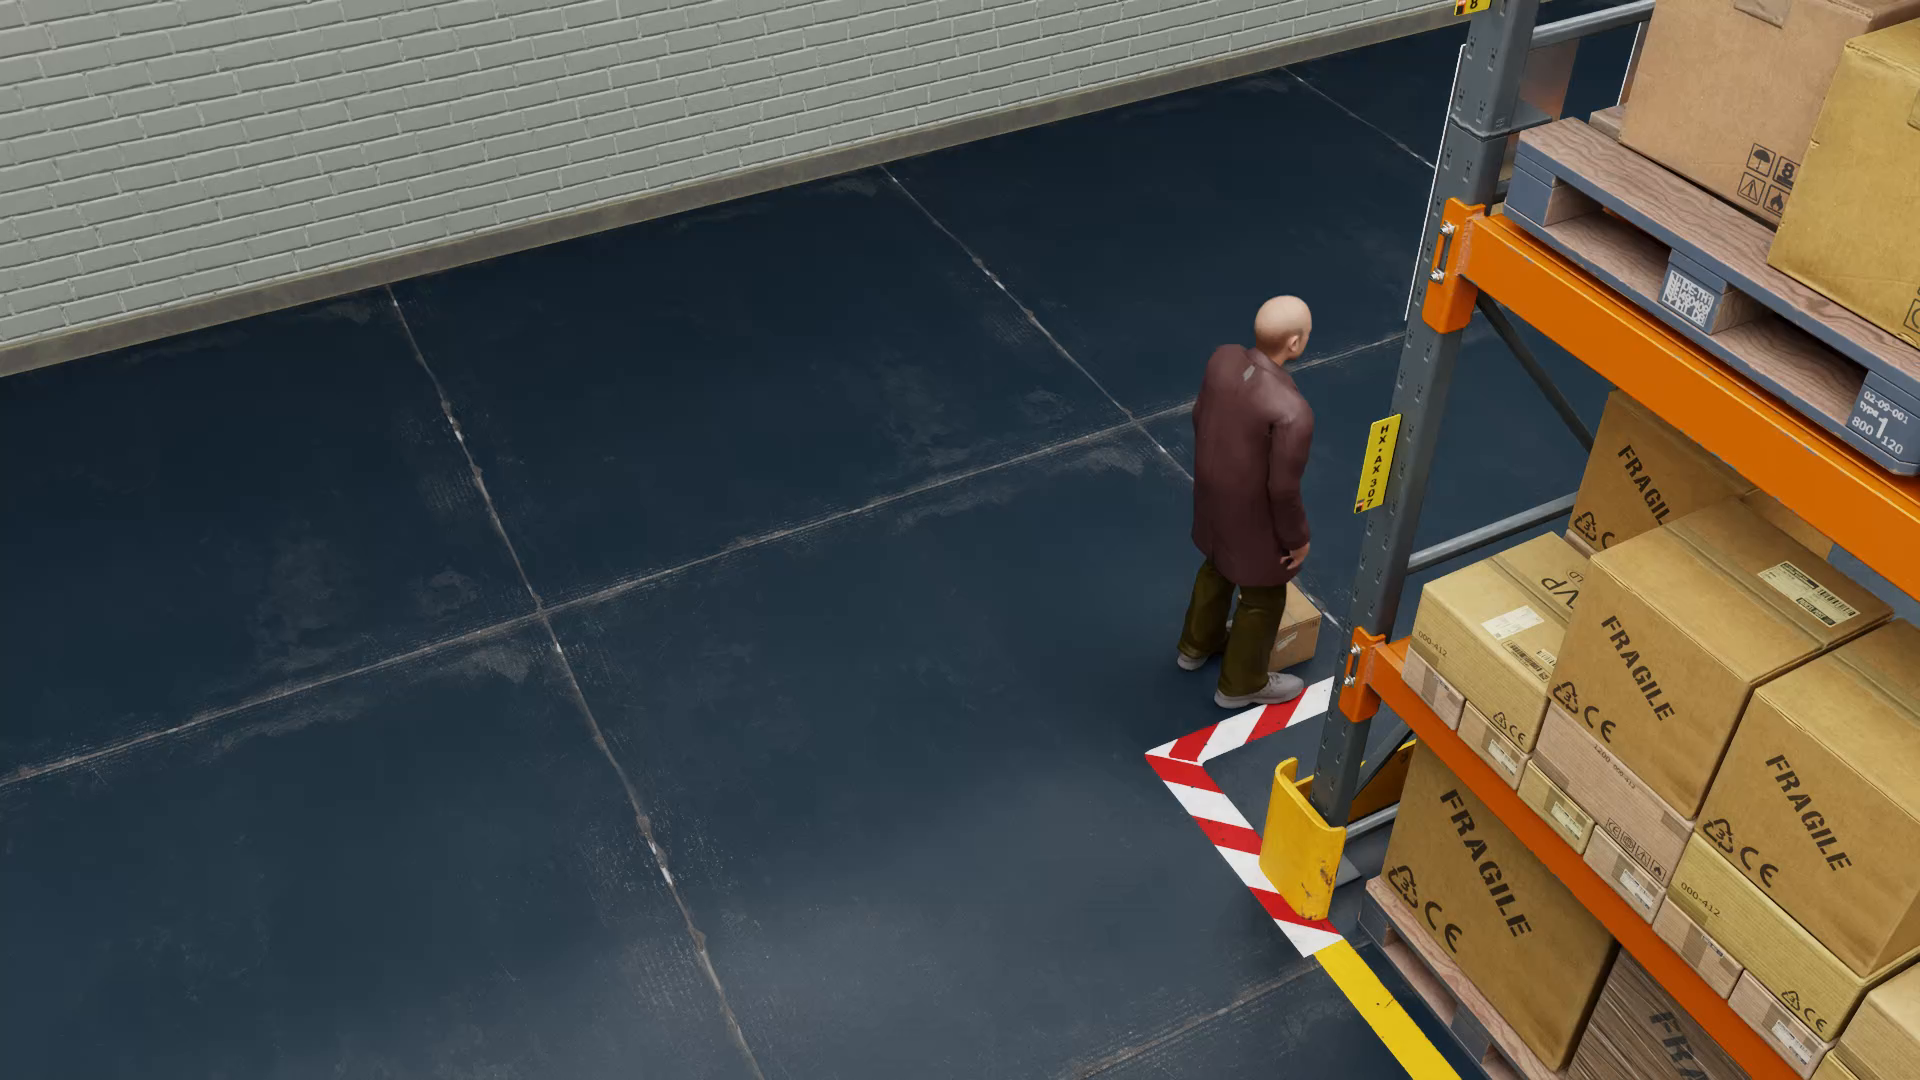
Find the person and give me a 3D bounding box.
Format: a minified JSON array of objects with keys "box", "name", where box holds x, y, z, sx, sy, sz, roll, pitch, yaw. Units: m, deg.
[{"box":[1.101,-0.138,6.329,0.422,1.774,0.642,-19,44,-20],"name":"person"}]
